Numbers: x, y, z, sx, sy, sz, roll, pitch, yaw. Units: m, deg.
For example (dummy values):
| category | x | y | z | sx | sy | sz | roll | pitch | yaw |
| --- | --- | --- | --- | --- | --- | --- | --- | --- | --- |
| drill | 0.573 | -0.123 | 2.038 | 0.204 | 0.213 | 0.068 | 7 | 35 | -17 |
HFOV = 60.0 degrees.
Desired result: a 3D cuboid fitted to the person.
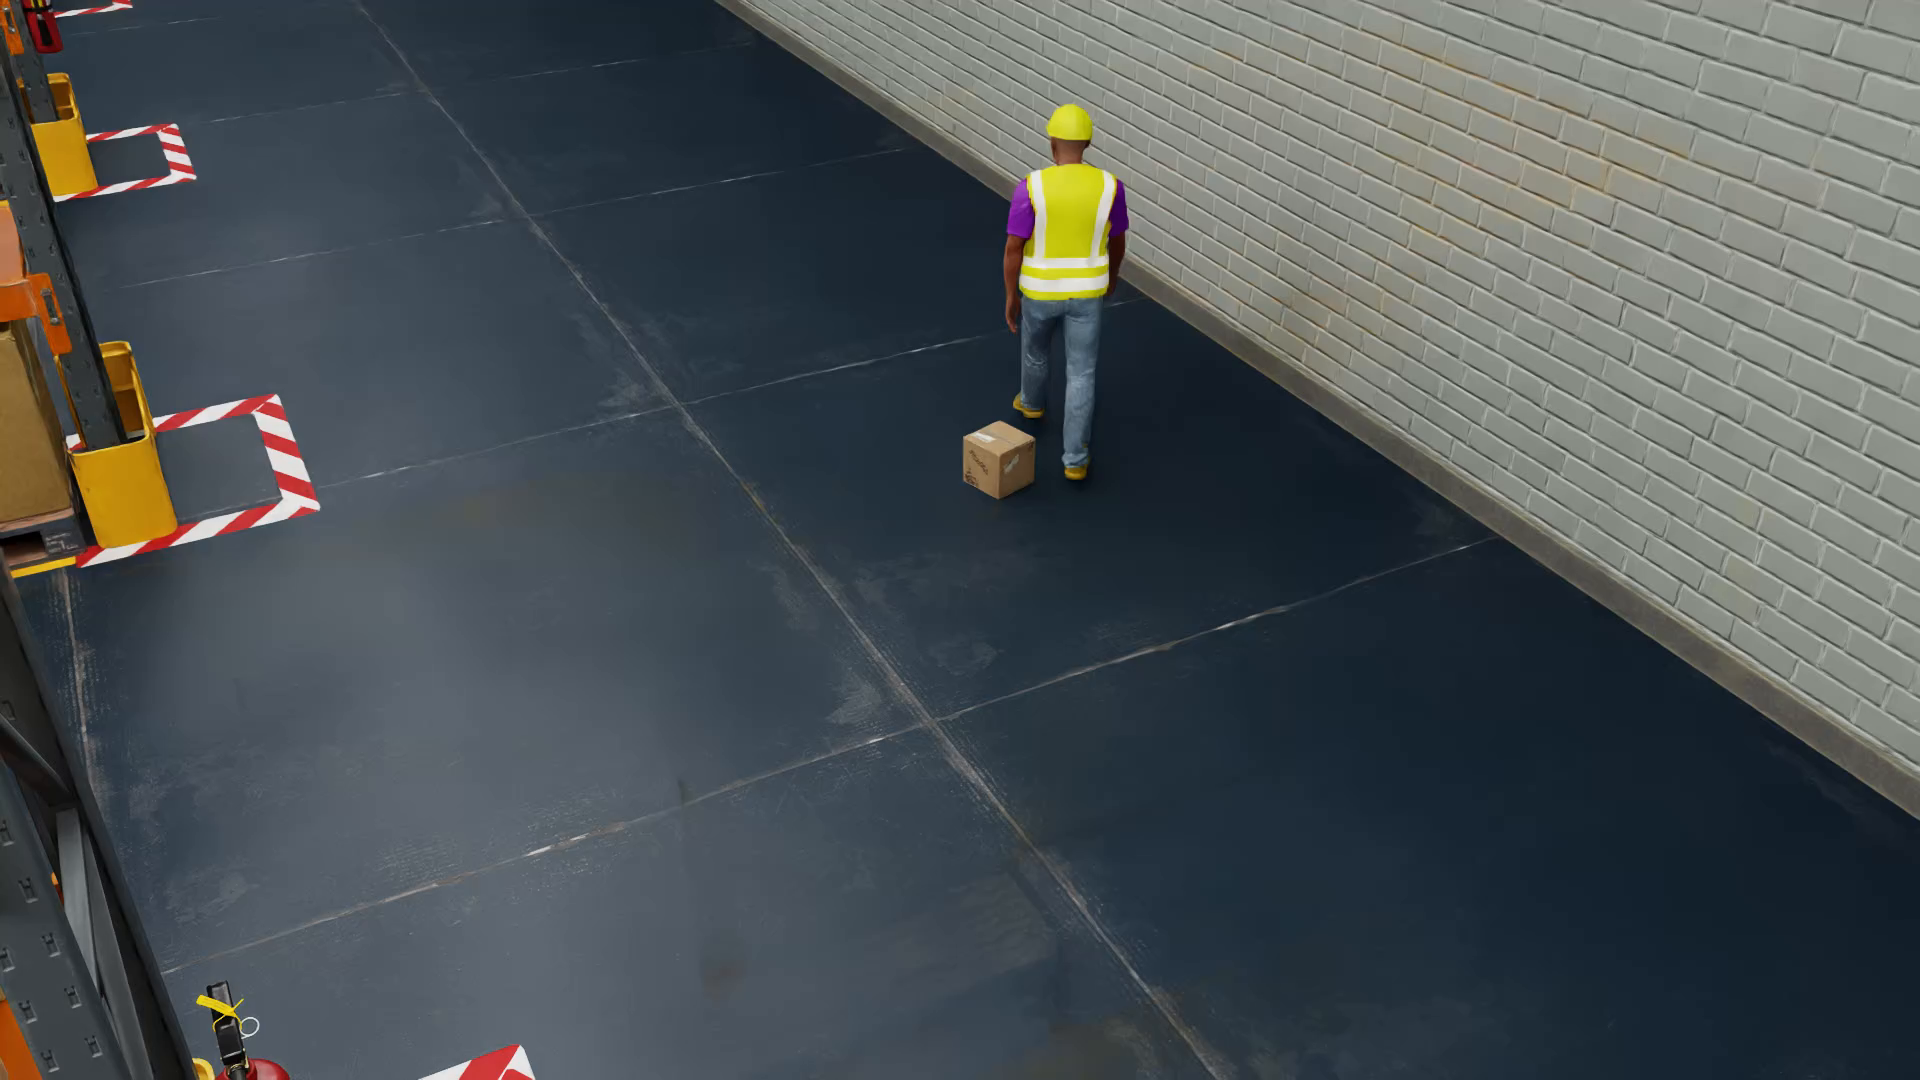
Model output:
| category | x | y | z | sx | sy | sz | roll | pitch | yaw |
| --- | --- | --- | --- | --- | --- | --- | --- | --- | --- |
| person | 0.501 | -1.228 | 8.018 | 0.595 | 1.738 | 0.966 | -1 | 33 | -1 |
